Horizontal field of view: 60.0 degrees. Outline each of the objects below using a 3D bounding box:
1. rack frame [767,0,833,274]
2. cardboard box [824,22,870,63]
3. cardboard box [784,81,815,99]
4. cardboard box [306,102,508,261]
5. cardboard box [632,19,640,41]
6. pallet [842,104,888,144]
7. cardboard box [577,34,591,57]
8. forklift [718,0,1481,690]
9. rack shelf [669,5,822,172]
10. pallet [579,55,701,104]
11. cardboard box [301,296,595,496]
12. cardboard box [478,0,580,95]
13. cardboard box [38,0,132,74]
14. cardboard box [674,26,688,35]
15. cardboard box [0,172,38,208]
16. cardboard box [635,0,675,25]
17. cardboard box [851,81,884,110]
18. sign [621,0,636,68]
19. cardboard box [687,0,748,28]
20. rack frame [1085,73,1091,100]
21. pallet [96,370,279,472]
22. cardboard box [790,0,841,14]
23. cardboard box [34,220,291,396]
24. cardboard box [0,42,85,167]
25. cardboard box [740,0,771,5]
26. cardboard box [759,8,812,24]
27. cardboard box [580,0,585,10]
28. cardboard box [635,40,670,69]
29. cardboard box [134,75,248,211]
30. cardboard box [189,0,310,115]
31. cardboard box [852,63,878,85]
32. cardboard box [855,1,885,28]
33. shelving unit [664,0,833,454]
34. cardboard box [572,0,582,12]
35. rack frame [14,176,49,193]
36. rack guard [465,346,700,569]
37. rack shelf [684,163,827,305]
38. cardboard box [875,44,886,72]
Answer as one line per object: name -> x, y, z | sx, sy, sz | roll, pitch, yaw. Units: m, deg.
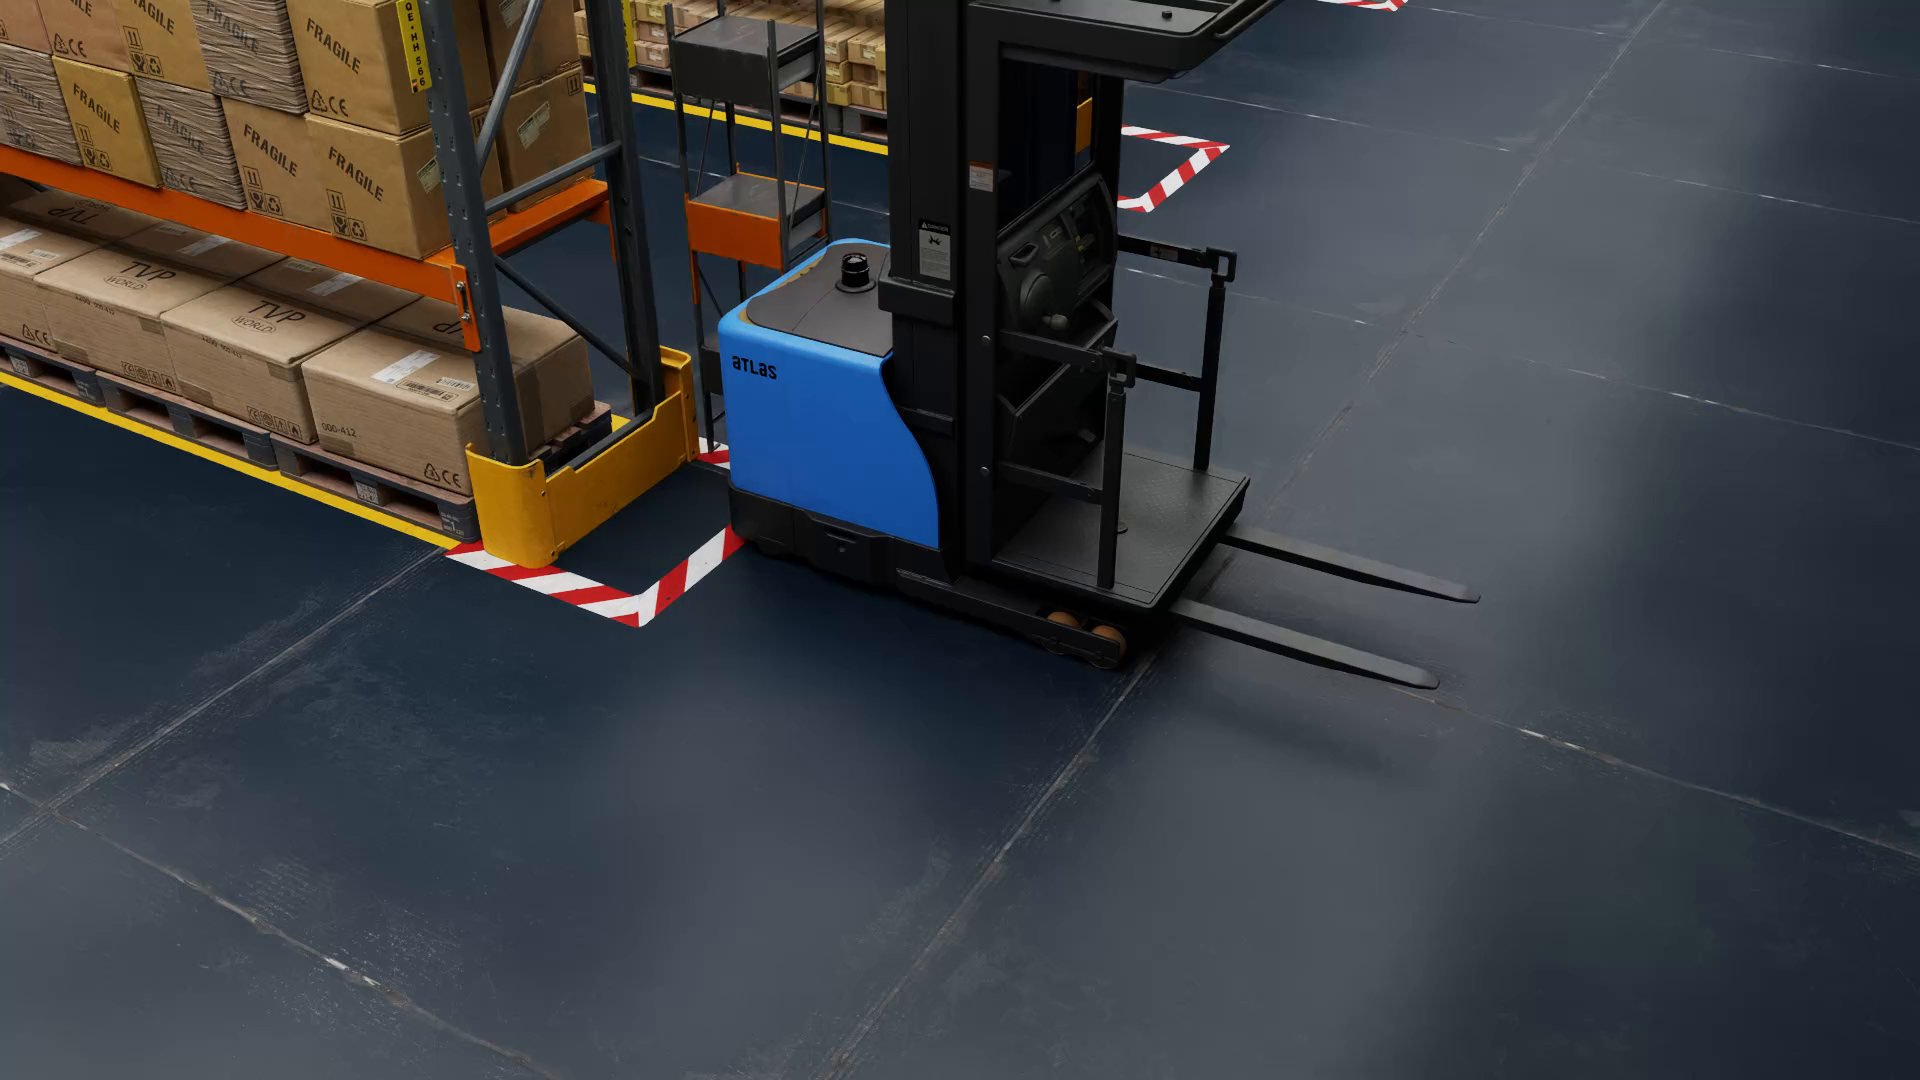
rack frame -> -0.661, -1.260, 7.248 | 0.015, 2.100, 0.400 | 16, 37, 22
cardboard box -> -0.814, -3.371, 11.262 | 0.250, 0.149, 0.380 | 19, 38, 26
cardboard box -> -1.018, -3.211, 11.559 | 0.250, 0.149, 0.380 | 18, 38, 25
cardboard box -> -2.215, -1.493, 6.696 | 0.500, 0.500, 0.500 | 18, 38, 25
cardboard box -> -2.350, -3.788, 12.157 | 0.250, 0.149, 0.380 | 18, 38, 25
pallet -> -0.051, -2.957, 11.500 | 1.213, 0.211, 1.003 | 18, 37, 24
cardboard box -> -2.613, -3.689, 12.277 | 0.250, 0.149, 0.380 | 16, 37, 22
forklift -> 0.555, -1.054, 6.189 | 3.031, 2.935, 1.130 | 17, 37, 23
rack shelf -> -0.878, -1.893, 6.960 | 0.480, 0.518, 0.431 | 16, 37, 22
pallet -> -2.169, -3.628, 12.507 | 1.213, 0.211, 1.003 | 18, 37, 24
cardboard box -> -2.288, -0.688, 7.509 | 0.875, 0.438, 0.875 | 16, 37, 23
cardboard box -> -1.941, -2.173, 6.815 | 0.500, 0.500, 0.500 | 17, 37, 23
cardboard box -> -3.534, -2.328, 7.048 | 0.500, 0.500, 0.500 | 17, 37, 24
cardboard box -> -1.887, -3.663, 11.969 | 0.250, 0.149, 0.380 | 16, 37, 22
cardboard box -> -5.716, -1.969, 9.038 | 0.875, 0.875, 0.875 | 19, 38, 26
cardboard box -> -2.120, -3.847, 11.978 | 0.250, 0.149, 0.380 | 17, 37, 24
cardboard box -> -0.538, -3.086, 11.372 | 0.250, 0.149, 0.380 | 18, 38, 25
sign -> -1.385, -2.105, 6.852 | 0.005, 0.325, 0.100 | 18, 37, 24
cardboard box -> -1.701, -3.677, 11.722 | 0.250, 0.149, 0.380 | 18, 38, 25
rack frame -> 0.703, -3.856, 10.334 | 0.127, 3.000, 1.000 | 18, 37, 24
pallet -> -3.453, -0.804, 8.267 | 1.213, 0.211, 1.003 | 18, 37, 24
cardboard box -> -1.001, -3.775, 11.869 | 0.250, 0.149, 0.380 | 18, 38, 25
cardboard box -> -3.869, -1.184, 8.255 | 0.875, 0.438, 0.875 | 16, 37, 23
cardboard box -> -3.997, -2.052, 7.536 | 0.500, 0.500, 0.500 | 18, 38, 25
cardboard box -> -1.403, -3.964, 12.153 | 0.250, 0.149, 0.380 | 16, 37, 22
cardboard box -> -1.229, -3.555, 11.539 | 0.250, 0.149, 0.380 | 18, 38, 25
cardboard box -> -2.573, -3.997, 12.203 | 0.250, 0.149, 0.380 | 19, 38, 26
cardboard box -> -2.140, -3.573, 12.102 | 0.250, 0.149, 0.380 | 17, 37, 24
cardboard box -> -3.095, -1.775, 7.119 | 0.500, 0.500, 0.500 | 19, 38, 26
cardboard box -> -2.670, -2.051, 6.632 | 0.500, 0.500, 0.500 | 18, 38, 25
cardboard box -> -0.531, -3.241, 11.336 | 0.250, 0.149, 0.380 | 17, 37, 24
cardboard box -> -0.530, -3.657, 11.692 | 0.250, 0.149, 0.380 | 19, 38, 26
shelving unit -> -0.878, -1.321, 7.340 | 0.503, 2.100, 0.431 | 16, 37, 22
cardboard box -> -3.280, -4.421, 13.059 | 0.500, 0.500, 0.500 | 19, 38, 26
rack frame -> -5.138, -2.546, 8.367 | 0.127, 3.000, 1.000 | 18, 37, 24
rack guard -> -1.644, -0.399, 7.398 | 0.348, 0.500, 1.175 | 18, 37, 24
rack shelf -> -0.878, -1.310, 7.347 | 0.480, 0.518, 0.431 | 16, 37, 22
cardboard box -> -0.360, -3.222, 11.039 | 0.250, 0.149, 0.380 | 17, 37, 23
